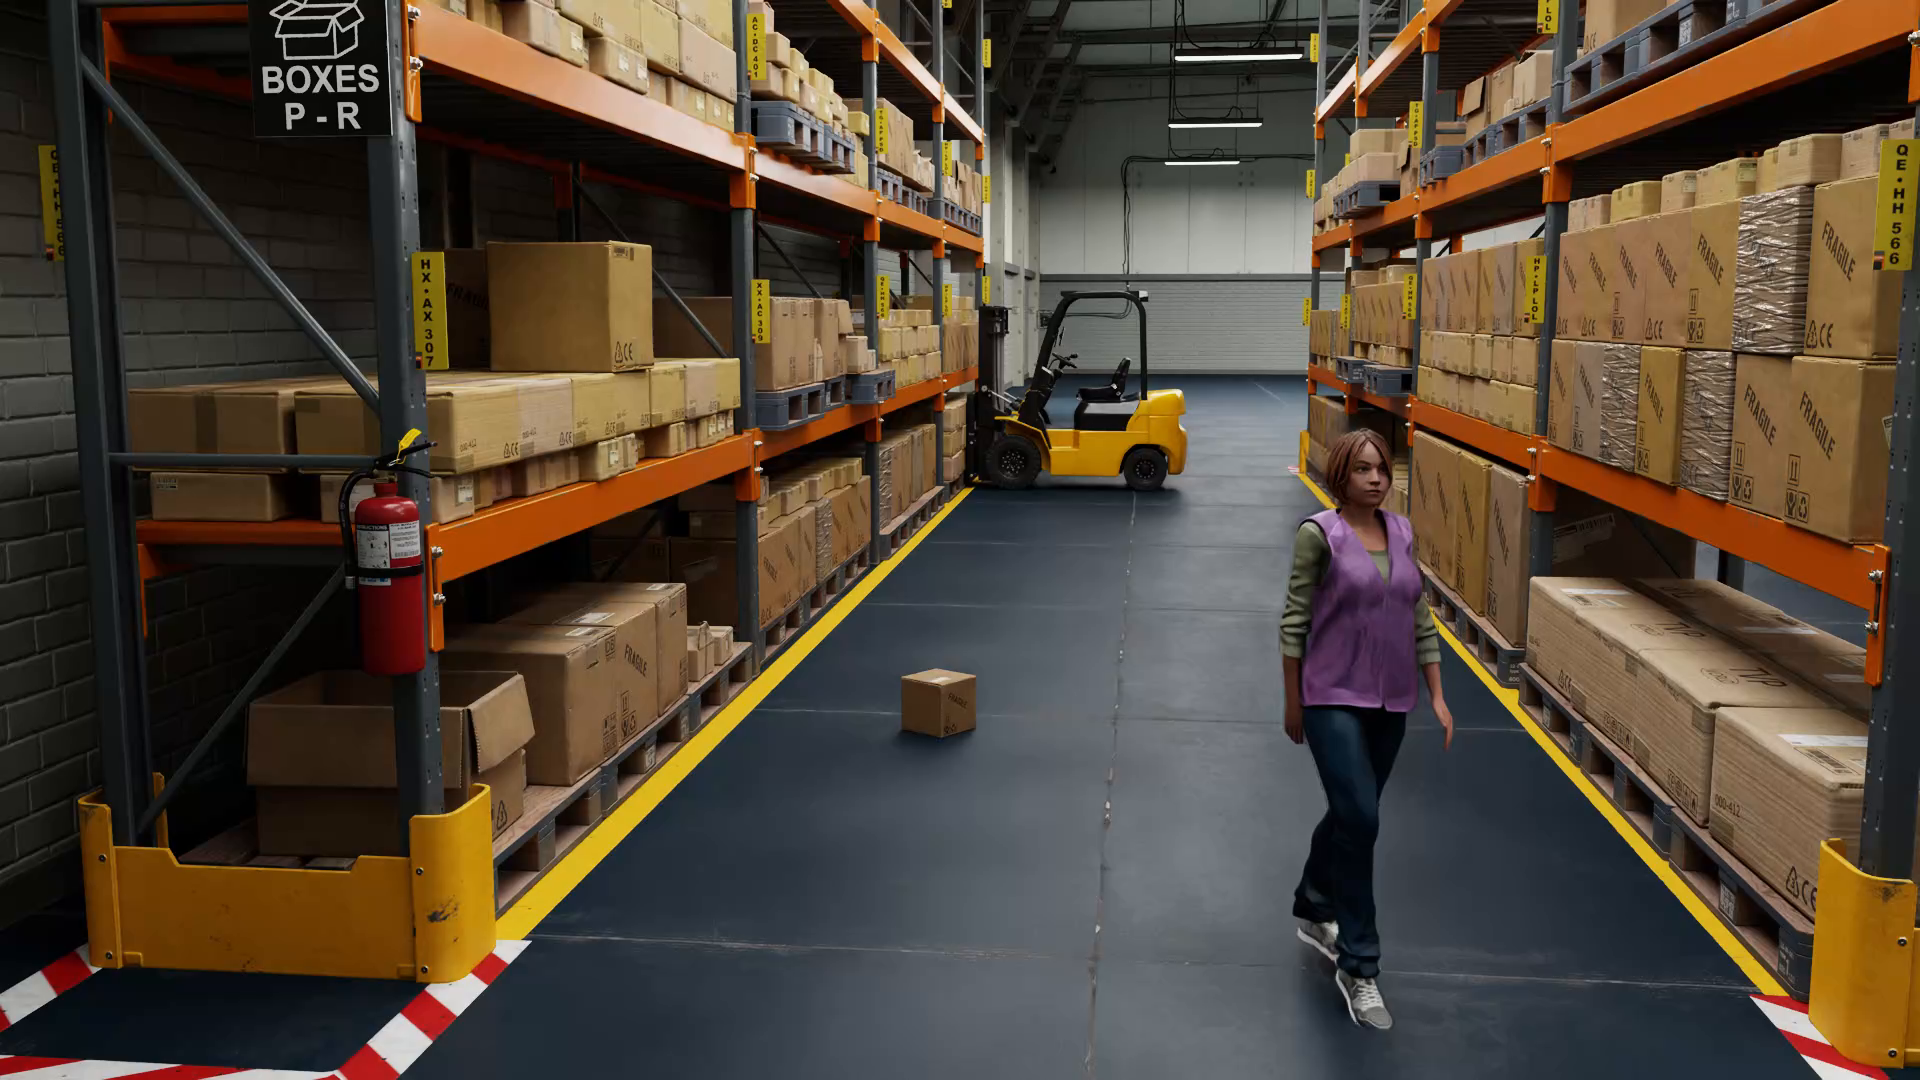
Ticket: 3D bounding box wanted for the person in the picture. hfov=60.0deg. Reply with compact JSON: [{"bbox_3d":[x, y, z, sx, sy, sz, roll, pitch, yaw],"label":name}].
[{"bbox_3d":[1.157,0.505,4.719,0.414,1.638,0.628,-3,8,-21],"label":"person"}]
